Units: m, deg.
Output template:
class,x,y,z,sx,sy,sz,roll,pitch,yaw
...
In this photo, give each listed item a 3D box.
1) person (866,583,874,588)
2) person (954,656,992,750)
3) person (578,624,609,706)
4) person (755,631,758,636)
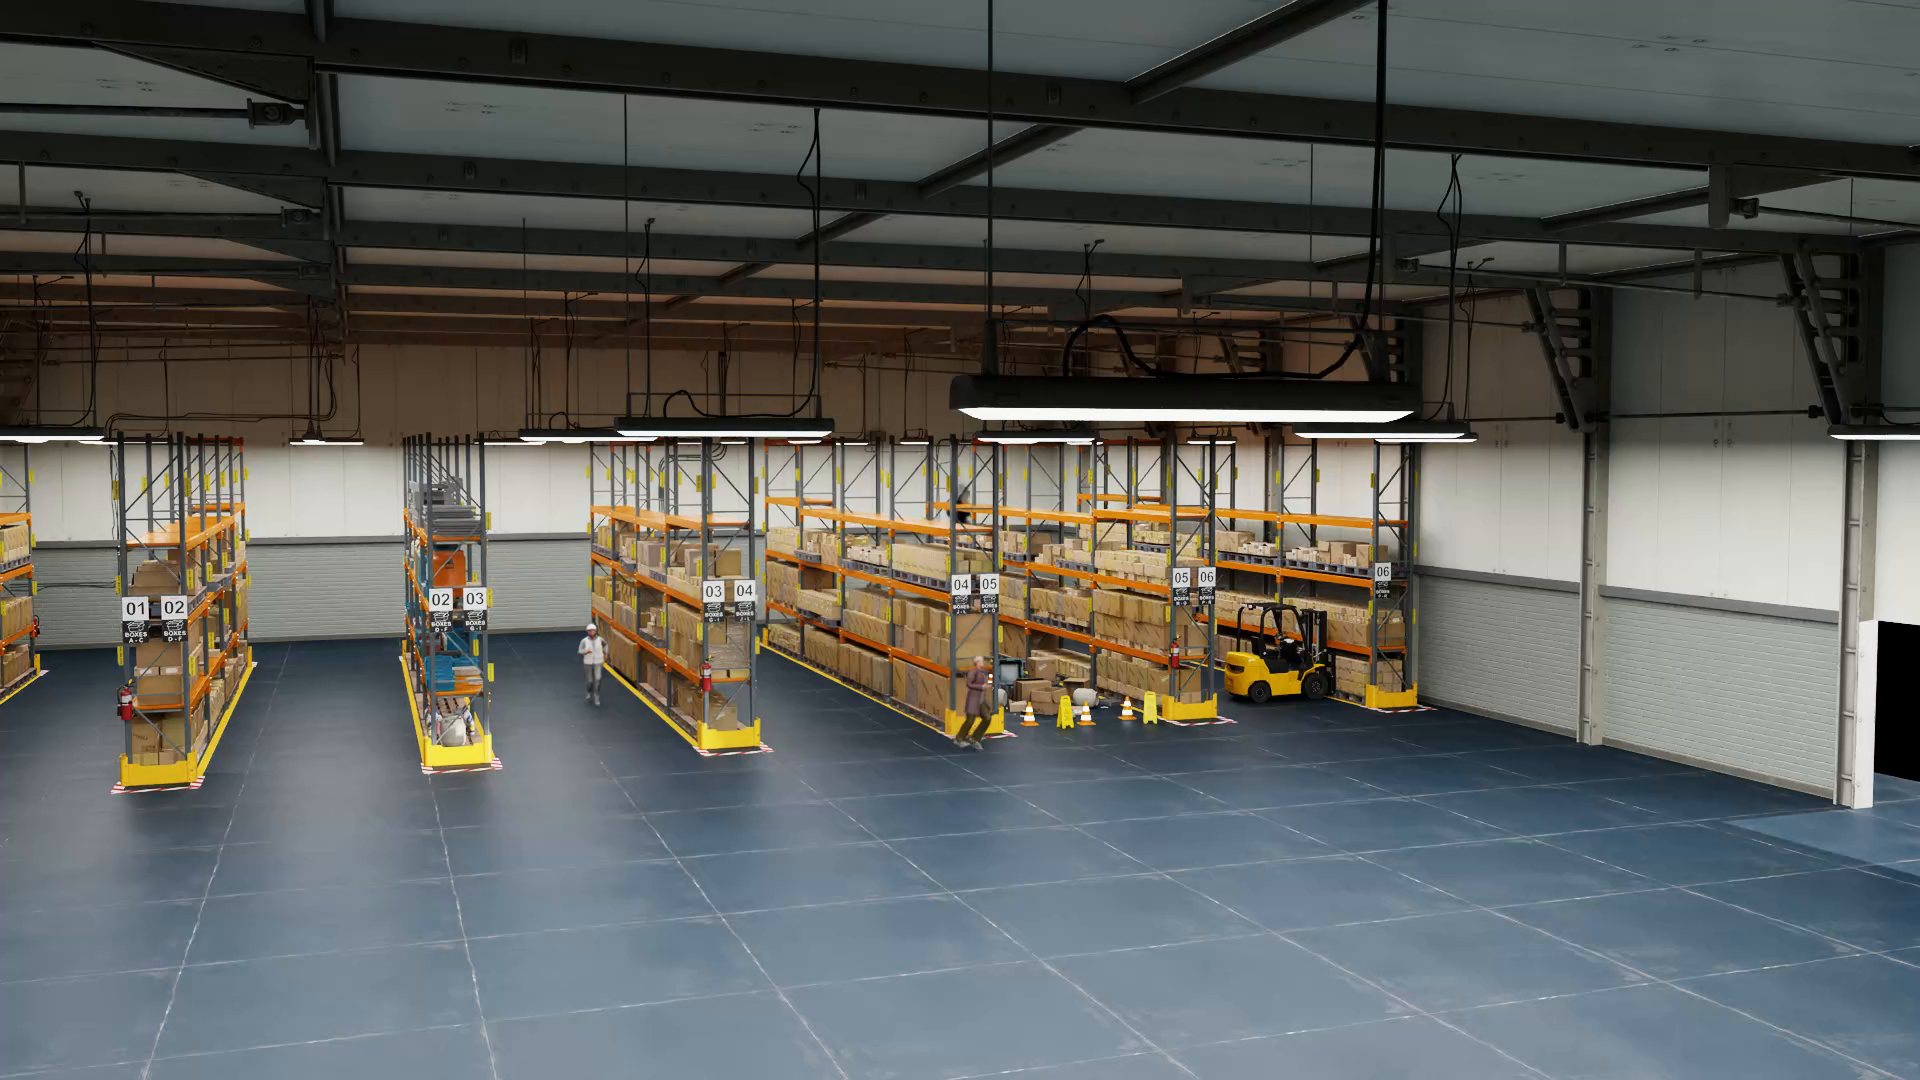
class,x,y,z,sx,sy,sz,roll,pitch,yaw
person,-2.813,2.105,50.725,0.560,1.615,0.561,-1,3,-24
person,0.331,3.107,31.716,0.760,1.791,0.712,2,4,34
person,-8.209,2.782,37.249,0.663,1.795,0.908,-1,3,-12
person,-6.222,2.194,48.828,0.598,1.694,0.762,3,4,44
